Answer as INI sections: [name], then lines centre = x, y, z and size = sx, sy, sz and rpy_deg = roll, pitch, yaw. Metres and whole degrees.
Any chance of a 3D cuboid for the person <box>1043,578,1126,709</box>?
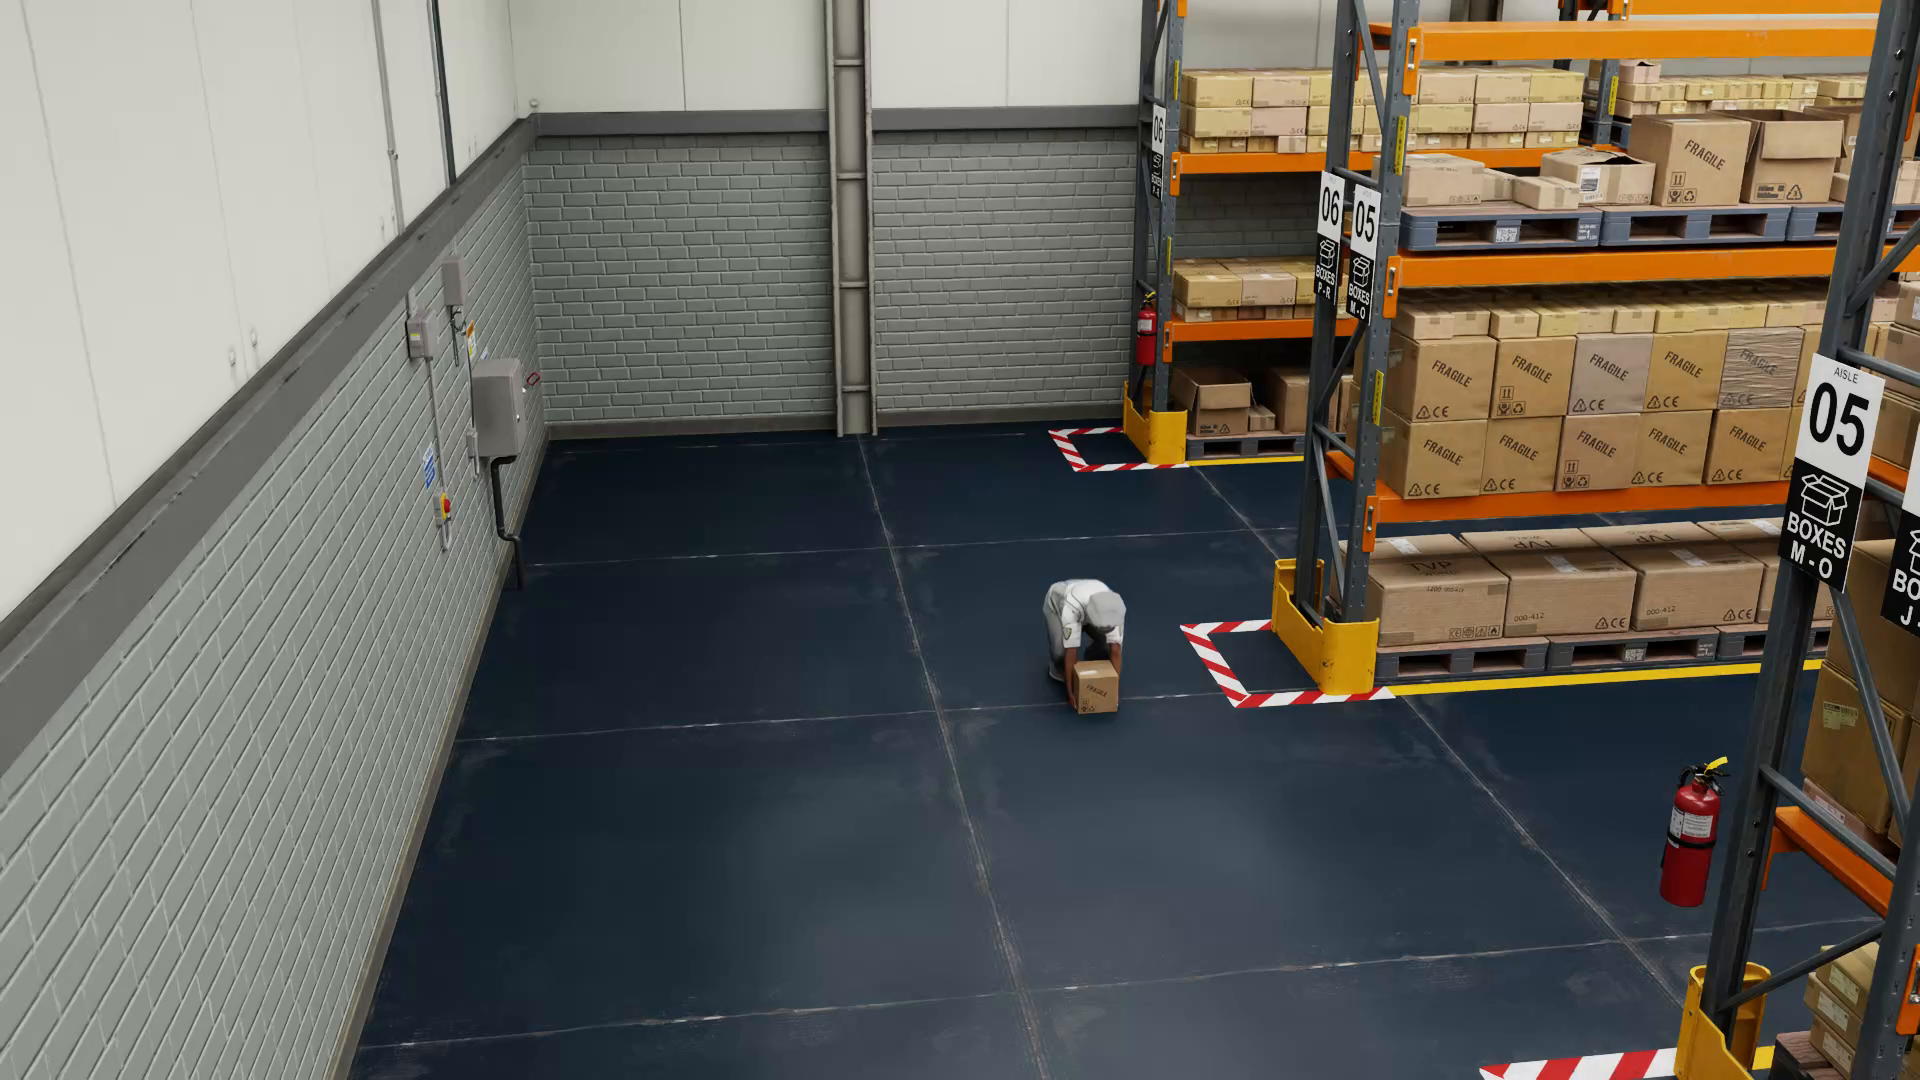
[person]
centre = 0.813, 0.607, 10.795
size = 0.465, 0.817, 0.908
rpy_deg = -3, 20, -9
